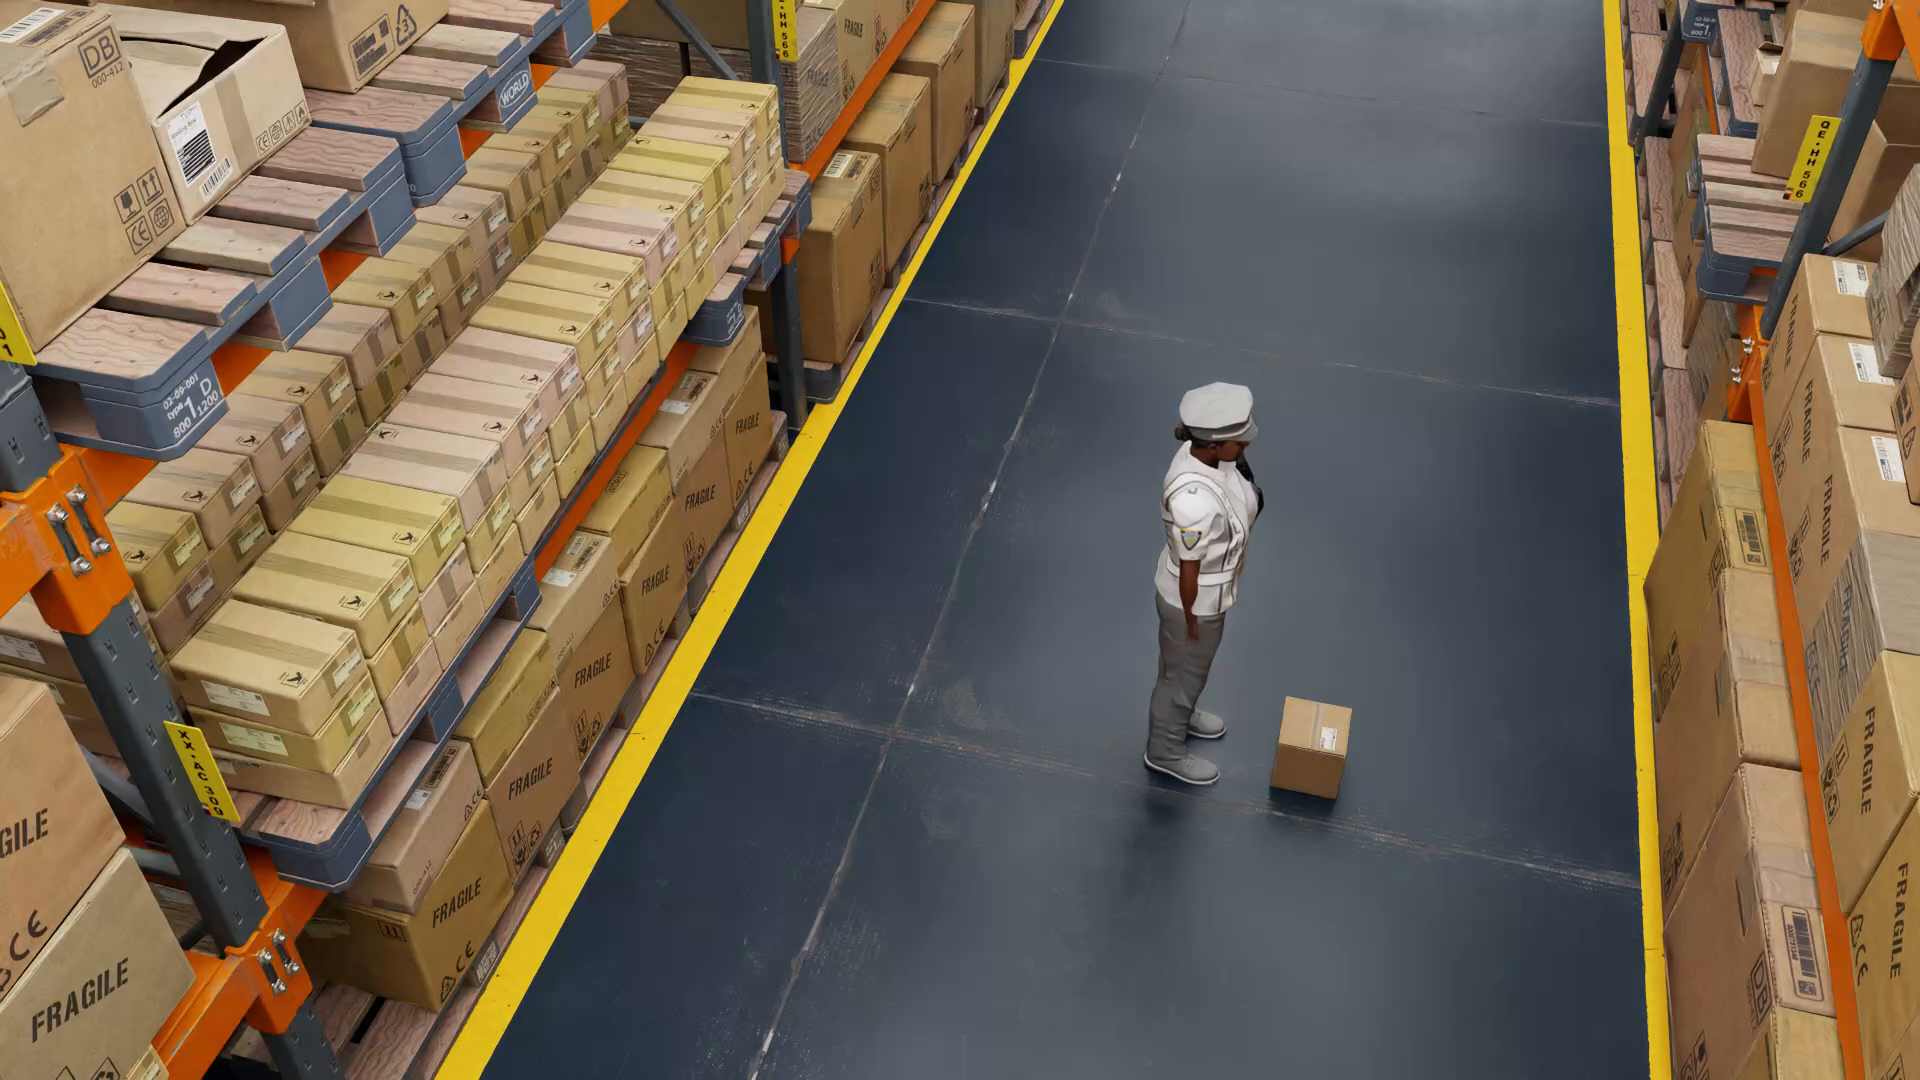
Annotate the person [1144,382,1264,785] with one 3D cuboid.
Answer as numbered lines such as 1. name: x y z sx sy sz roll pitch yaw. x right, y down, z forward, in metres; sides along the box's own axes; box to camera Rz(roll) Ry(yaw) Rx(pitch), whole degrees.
1. person: 0.868 0.166 5.964 0.344 1.682 0.442 11 42 12
